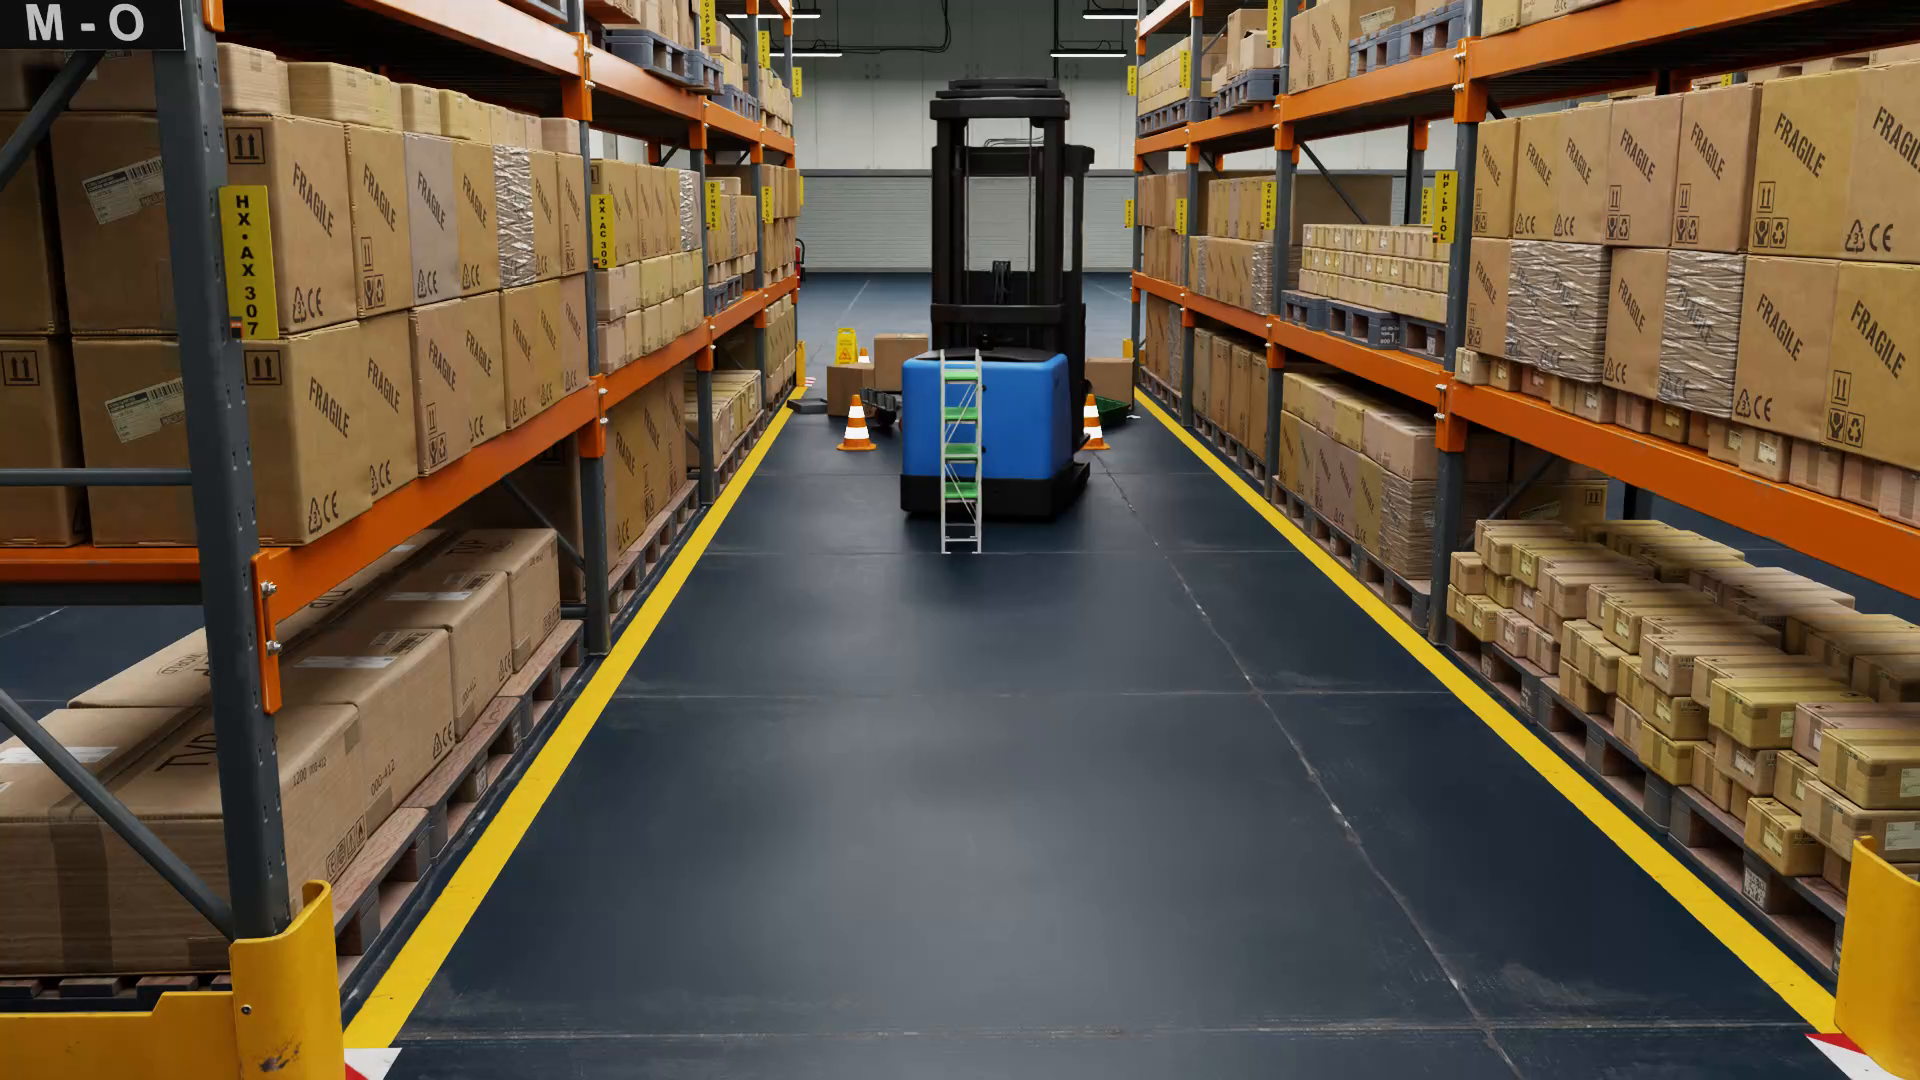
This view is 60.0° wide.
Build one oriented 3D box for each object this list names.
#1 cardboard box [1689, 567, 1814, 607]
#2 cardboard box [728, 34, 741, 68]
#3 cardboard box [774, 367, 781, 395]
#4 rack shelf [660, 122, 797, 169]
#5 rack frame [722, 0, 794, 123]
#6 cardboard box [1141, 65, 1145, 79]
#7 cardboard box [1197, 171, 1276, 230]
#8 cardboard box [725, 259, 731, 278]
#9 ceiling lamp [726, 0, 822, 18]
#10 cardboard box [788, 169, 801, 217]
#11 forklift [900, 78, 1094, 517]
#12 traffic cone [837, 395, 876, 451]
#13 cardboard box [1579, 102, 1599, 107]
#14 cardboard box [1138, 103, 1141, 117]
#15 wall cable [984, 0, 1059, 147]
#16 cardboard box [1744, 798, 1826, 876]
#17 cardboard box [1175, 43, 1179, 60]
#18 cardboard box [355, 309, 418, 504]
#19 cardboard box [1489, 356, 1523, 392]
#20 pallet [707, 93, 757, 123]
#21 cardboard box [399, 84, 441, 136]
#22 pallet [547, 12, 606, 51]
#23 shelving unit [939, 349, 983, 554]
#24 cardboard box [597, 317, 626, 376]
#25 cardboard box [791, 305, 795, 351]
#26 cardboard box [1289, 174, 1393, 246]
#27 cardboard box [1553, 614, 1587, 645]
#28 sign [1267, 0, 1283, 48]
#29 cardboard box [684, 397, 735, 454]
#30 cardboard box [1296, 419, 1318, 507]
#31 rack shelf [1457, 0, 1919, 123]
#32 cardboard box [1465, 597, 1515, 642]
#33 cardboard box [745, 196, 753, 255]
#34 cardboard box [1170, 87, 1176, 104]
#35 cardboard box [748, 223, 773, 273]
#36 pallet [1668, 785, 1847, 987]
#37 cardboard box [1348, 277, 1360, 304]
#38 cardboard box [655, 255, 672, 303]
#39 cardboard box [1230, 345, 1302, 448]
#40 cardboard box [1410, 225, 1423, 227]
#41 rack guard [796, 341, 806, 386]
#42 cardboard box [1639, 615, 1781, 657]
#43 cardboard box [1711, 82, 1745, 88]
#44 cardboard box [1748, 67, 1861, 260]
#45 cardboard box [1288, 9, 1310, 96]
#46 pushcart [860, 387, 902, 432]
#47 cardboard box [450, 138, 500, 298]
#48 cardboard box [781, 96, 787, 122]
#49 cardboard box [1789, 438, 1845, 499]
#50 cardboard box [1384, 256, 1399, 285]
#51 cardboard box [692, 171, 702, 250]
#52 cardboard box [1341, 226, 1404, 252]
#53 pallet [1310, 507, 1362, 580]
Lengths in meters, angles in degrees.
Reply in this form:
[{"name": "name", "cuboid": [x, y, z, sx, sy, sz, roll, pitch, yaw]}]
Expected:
[{"name": "cardboard box", "cuboid": [3.134, 0.209, 6.601, 0.380, 0.149, 0.250, -1, 11, -4]}, {"name": "cardboard box", "cuboid": [-2.189, -4.248, 14.474, 0.500, 0.250, 0.500, 0, 11, 0]}, {"name": "cardboard box", "cuboid": [-2.093, -1.598, 16.752, 0.500, 0.250, 0.500, 0, 11, 2]}, {"name": "rack shelf", "cuboid": [-2.370, -4.031, 17.147, 1.077, 0.370, 4.000, 0, 11, -1]}, {"name": "rack frame", "cuboid": [-2.411, -6.251, 18.737, 1.000, 3.000, 0.127, 0, 11, -1]}, {"name": "cardboard box", "cuboid": [2.229, -5.226, 18.549, 0.380, 0.149, 0.250, 0, 11, -1]}, {"name": "cardboard box", "cuboid": [2.645, -3.232, 15.853, 0.875, 0.550, 0.550, 0, 11, -1]}, {"name": "cardboard box", "cuboid": [-2.051, -2.190, 13.385, 0.380, 0.149, 0.250, 0, 11, 1]}, {"name": "ceiling lamp", "cuboid": [-3.864, -12.352, 34.131, 2.000, 3.185, 0.800, 0, 11, -1]}, {"name": "cardboard box", "cuboid": [-2.066, -3.693, 17.705, 0.700, 0.500, 0.500, 0, 11, -2]}, {"name": "forklift", "cuboid": [0.385, -1.840, 12.258, 1.130, 2.935, 3.031, 2, 12, 11]}, {"name": "traffic cone", "cuboid": [-0.903, -1.032, 14.480, 0.336, 0.463, 0.334, 0, 11, -1]}, {"name": "cardboard box", "cuboid": [7.180, -4.836, 18.681, 0.380, 0.149, 0.250, 0, 11, 0]}, {"name": "cardboard box", "cuboid": [2.222, -4.883, 18.865, 0.380, 0.149, 0.250, 0, 11, -1]}, {"name": "wall cable", "cuboid": [1.873, -14.345, 50.079, 2.305, 6.003, 0.169, 0, 11, -1]}, {"name": "cardboard box", "cuboid": [2.541, 0.866, 4.859, 0.380, 0.149, 0.250, 0, 11, 1]}, {"name": "cardboard box", "cuboid": [2.283, -4.720, 16.055, 0.380, 0.149, 0.250, 0, 11, -1]}, {"name": "cardboard box", "cuboid": [-1.842, -0.376, 4.617, 0.500, 0.500, 0.500, 0, 11, -2]}, {"name": "cardboard box", "cuboid": [2.542, -0.734, 7.264, 0.380, 0.149, 0.250, 0, 11, 1]}, {"name": "pallet", "cuboid": [-2.422, -3.770, 14.527, 1.213, 0.211, 1.003, 0, 11, -1]}, {"name": "cardboard box", "cuboid": [-1.823, -1.317, 5.107, 0.380, 0.149, 0.250, 0, 11, -1]}, {"name": "pallet", "cuboid": [-2.231, -2.484, 8.194, 0.805, 0.209, 1.217, -1, 11, -3]}, {"name": "shelving unit", "cuboid": [0.003, -0.555, 10.278, 0.258, 1.200, 0.503, 0, 11, -1]}, {"name": "cardboard box", "cuboid": [-1.908, -0.940, 8.027, 0.500, 0.250, 0.500, -1, 11, -2]}, {"name": "cardboard box", "cuboid": [-2.134, -2.378, 18.711, 0.500, 0.500, 0.500, 0, 11, -1]}, {"name": "cardboard box", "cuboid": [2.702, -2.389, 12.025, 0.700, 0.500, 0.500, 0, 11, -1]}, {"name": "cardboard box", "cuboid": [2.592, 0.360, 6.607, 0.380, 0.149, 0.250, 0, 11, 1]}, {"name": "sign", "cuboid": [2.146, -3.522, 11.333, 0.100, 0.325, 0.005, 0, 11, -1]}, {"name": "cardboard box", "cuboid": [-2.271, -0.897, 12.991, 0.950, 0.372, 0.625, 0, 11, -2]}, {"name": "cardboard box", "cuboid": [2.475, -0.500, 10.710, 0.500, 0.500, 0.500, 0, 11, 0]}, {"name": "rack shelf", "cuboid": [2.825, -1.686, 5.588, 1.077, 0.370, 4.000, 0, 11, -1]}, {"name": "cardboard box", "cuboid": [2.476, 0.352, 7.392, 0.380, 0.149, 0.250, 0, 11, 1]}, {"name": "cardboard box", "cuboid": [-2.078, -2.727, 14.399, 0.500, 0.500, 0.500, 0, 11, -1]}, {"name": "cardboard box", "cuboid": [2.274, -4.381, 16.389, 0.380, 0.149, 0.250, 0, 11, -1]}, {"name": "cardboard box", "cuboid": [-2.059, -2.799, 15.811, 0.500, 0.500, 0.500, 0, 11, -1]}, {"name": "pallet", "cuboid": [2.884, 1.019, 5.004, 1.003, 0.211, 1.213, 0, 11, -1]}, {"name": "cardboard box", "cuboid": [2.538, -1.490, 9.936, 0.380, 0.149, 0.250, 0, 11, 0]}, {"name": "cardboard box", "cuboid": [-1.925, -1.490, 9.478, 0.500, 0.250, 0.500, -1, 11, -3]}, {"name": "cardboard box", "cuboid": [2.757, -1.159, 13.331, 1.050, 0.750, 0.750, 0, 11, 0]}, {"name": "cardboard box", "cuboid": [3.173, -1.990, 10.901, 0.380, 0.149, 0.250, 0, 11, -2]}, {"name": "rack guard", "cuboid": [-2.409, -2.070, 19.507, 1.175, 0.500, 0.348, 0, 11, -1]}, {"name": "cardboard box", "cuboid": [2.624, 0.366, 5.828, 0.380, 0.149, 0.250, -1, 11, -3]}, {"name": "cardboard box", "cuboid": [7.284, -4.212, 15.604, 0.380, 0.149, 0.250, 0, 11, 1]}, {"name": "cardboard box", "cuboid": [2.598, -1.046, 4.656, 0.500, 0.500, 0.500, -1, 11, -3]}, {"name": "cardboard box", "cuboid": [2.447, -3.165, 10.821, 0.500, 0.500, 0.500, 0, 11, -1]}, {"name": "pushcart", "cuboid": [-0.050, -1.250, 15.770, 1.648, 0.377, 0.936, -4, 12, -21]}, {"name": "cardboard box", "cuboid": [-1.853, -1.070, 5.522, 0.500, 0.500, 0.500, 0, 11, -1]}, {"name": "cardboard box", "cuboid": [-2.106, -4.549, 17.523, 0.500, 0.250, 0.500, 0, 11, 0]}, {"name": "cardboard box", "cuboid": [2.589, -0.210, 4.684, 0.380, 0.149, 0.250, 0, 11, -2]}, {"name": "cardboard box", "cuboid": [2.555, -1.480, 9.138, 0.380, 0.149, 0.250, -1, 11, -4]}, {"name": "cardboard box", "cuboid": [-1.973, -2.158, 10.884, 0.500, 0.500, 0.500, -1, 11, -3]}, {"name": "cardboard box", "cuboid": [2.538, -1.834, 10.133, 0.380, 0.149, 0.250, 0, 11, 1]}, {"name": "pallet", "cuboid": [2.738, 0.003, 10.013, 1.003, 0.211, 1.213, 0, 11, -1]}]
